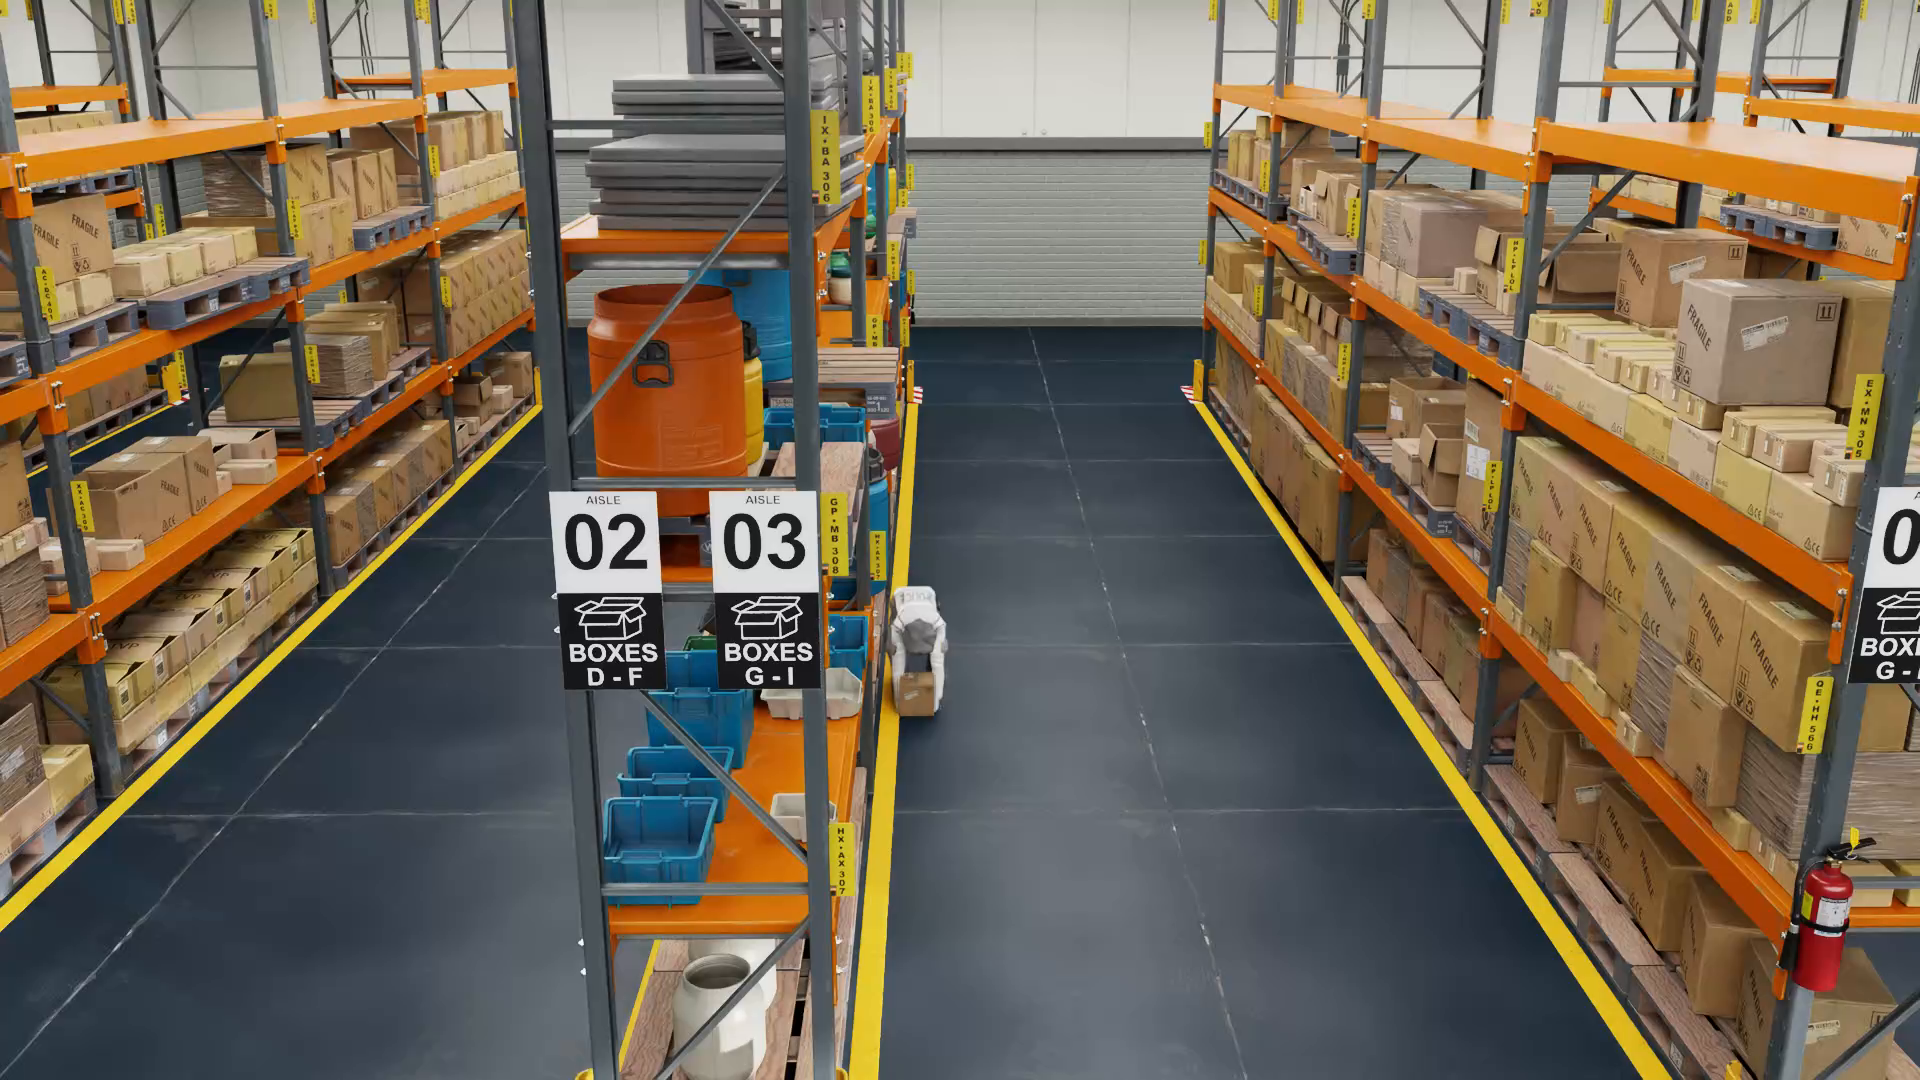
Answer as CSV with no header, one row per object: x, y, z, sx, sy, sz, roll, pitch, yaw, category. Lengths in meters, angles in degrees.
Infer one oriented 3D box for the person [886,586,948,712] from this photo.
-0.323,0.806,12.480,0.466,0.801,0.906,-1,17,-3,person
